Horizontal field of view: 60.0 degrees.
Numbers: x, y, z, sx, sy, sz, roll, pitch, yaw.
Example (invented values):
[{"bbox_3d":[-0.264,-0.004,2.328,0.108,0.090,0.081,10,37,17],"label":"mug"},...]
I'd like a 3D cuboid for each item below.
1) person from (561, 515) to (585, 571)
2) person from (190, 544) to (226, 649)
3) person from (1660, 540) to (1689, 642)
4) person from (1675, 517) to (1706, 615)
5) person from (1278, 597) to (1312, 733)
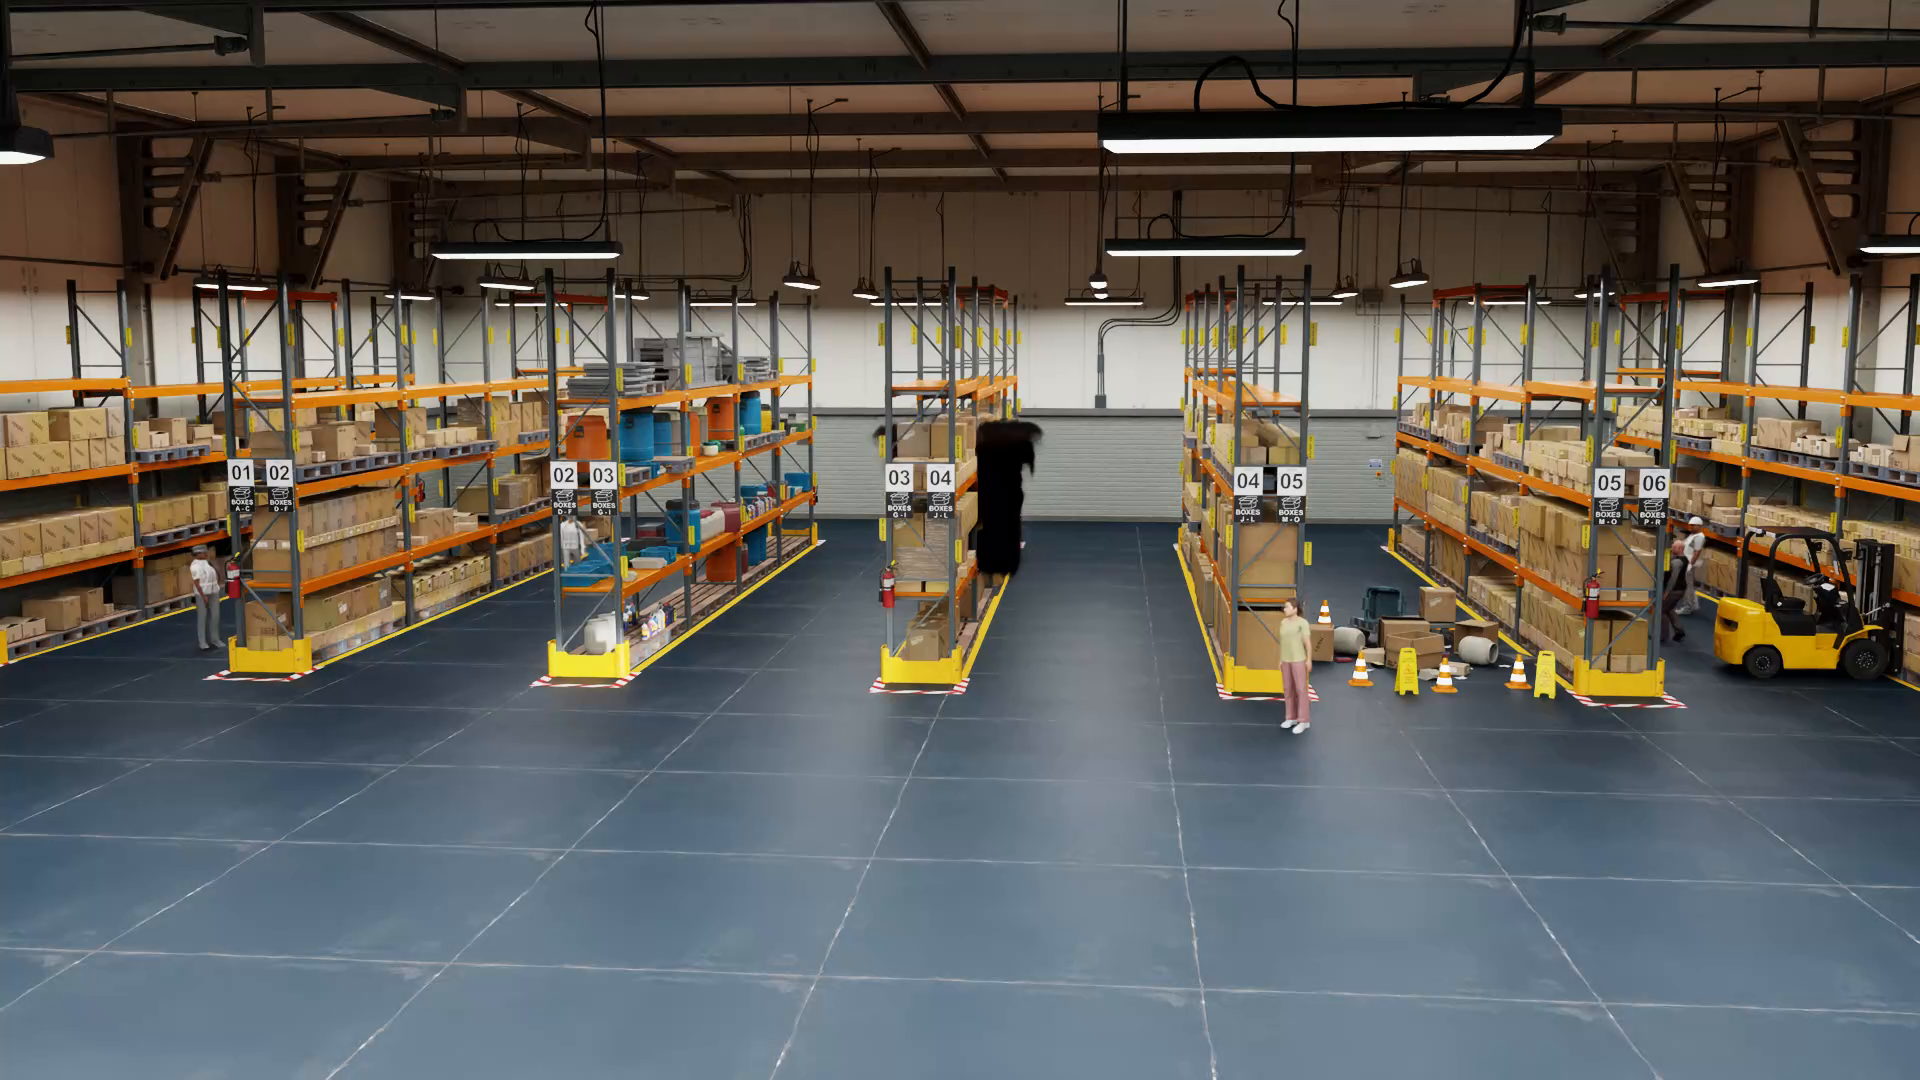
[{"bbox_3d":[-7.735,0.183,32.984,0.576,1.632,0.933,-1,7,-6],"label":"person"},{"bbox_3d":[-12.181,0.921,26.941,0.511,1.699,0.516,4,8,29],"label":"person"},{"bbox_3d":[11.725,0.855,27.471,0.564,1.725,0.557,-5,9,-38],"label":"person"},{"bbox_3d":[13.198,0.469,30.045,0.516,1.795,0.606,5,8,35],"label":"person"},{"bbox_3d":[4.276,1.586,21.375,0.450,1.690,0.557,-6,9,-40],"label":"person"}]
